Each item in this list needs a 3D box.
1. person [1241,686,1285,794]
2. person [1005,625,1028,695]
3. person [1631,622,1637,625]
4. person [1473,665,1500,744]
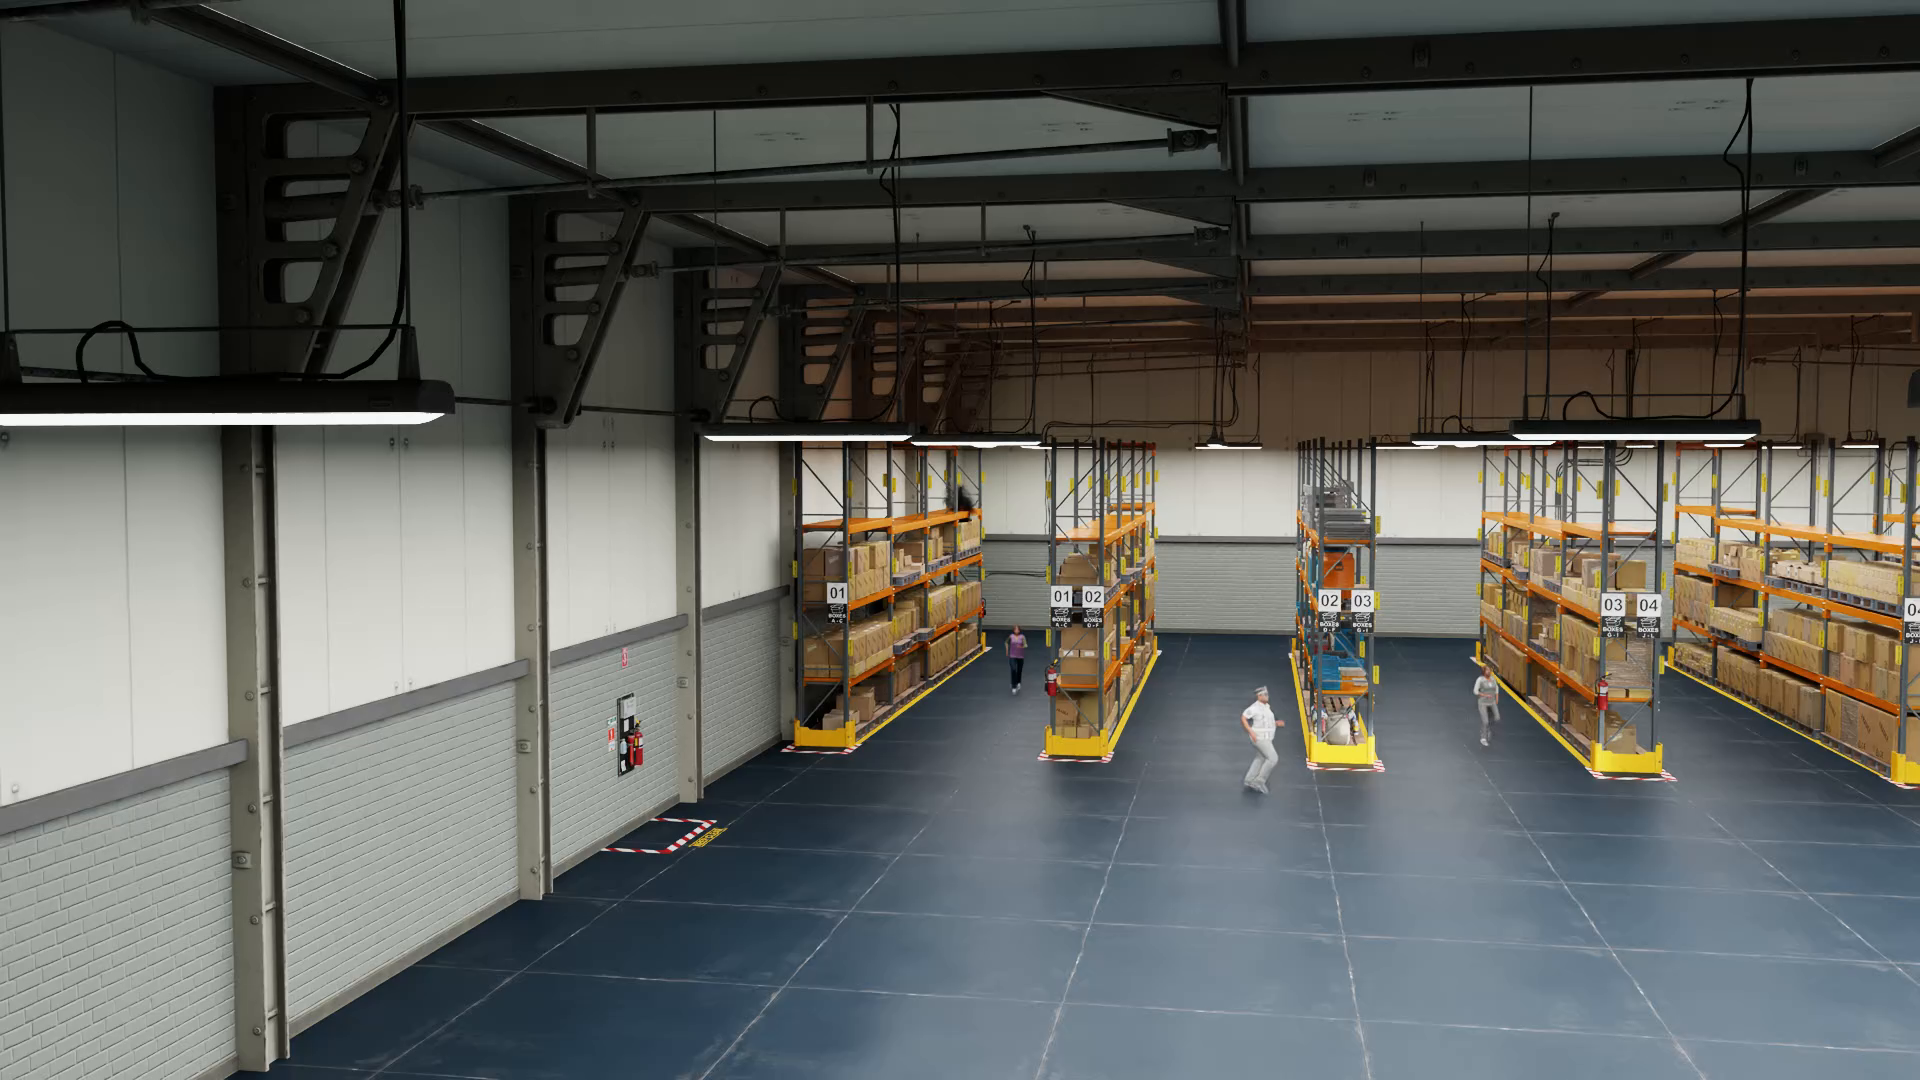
[{"bbox_3d":[5.112,3.364,27.992,0.726,1.809,0.633,2,3,28],"label":"person"},{"bbox_3d":[1.340,2.832,39.473,0.519,1.601,0.797,0,3,-2],"label":"person"},{"bbox_3d":[18.497,2.453,45.717,0.661,1.792,0.674,0,3,-7],"label":"person"},{"bbox_3d":[10.310,3.220,32.444,0.590,1.569,0.520,-1,3,-11],"label":"person"}]
